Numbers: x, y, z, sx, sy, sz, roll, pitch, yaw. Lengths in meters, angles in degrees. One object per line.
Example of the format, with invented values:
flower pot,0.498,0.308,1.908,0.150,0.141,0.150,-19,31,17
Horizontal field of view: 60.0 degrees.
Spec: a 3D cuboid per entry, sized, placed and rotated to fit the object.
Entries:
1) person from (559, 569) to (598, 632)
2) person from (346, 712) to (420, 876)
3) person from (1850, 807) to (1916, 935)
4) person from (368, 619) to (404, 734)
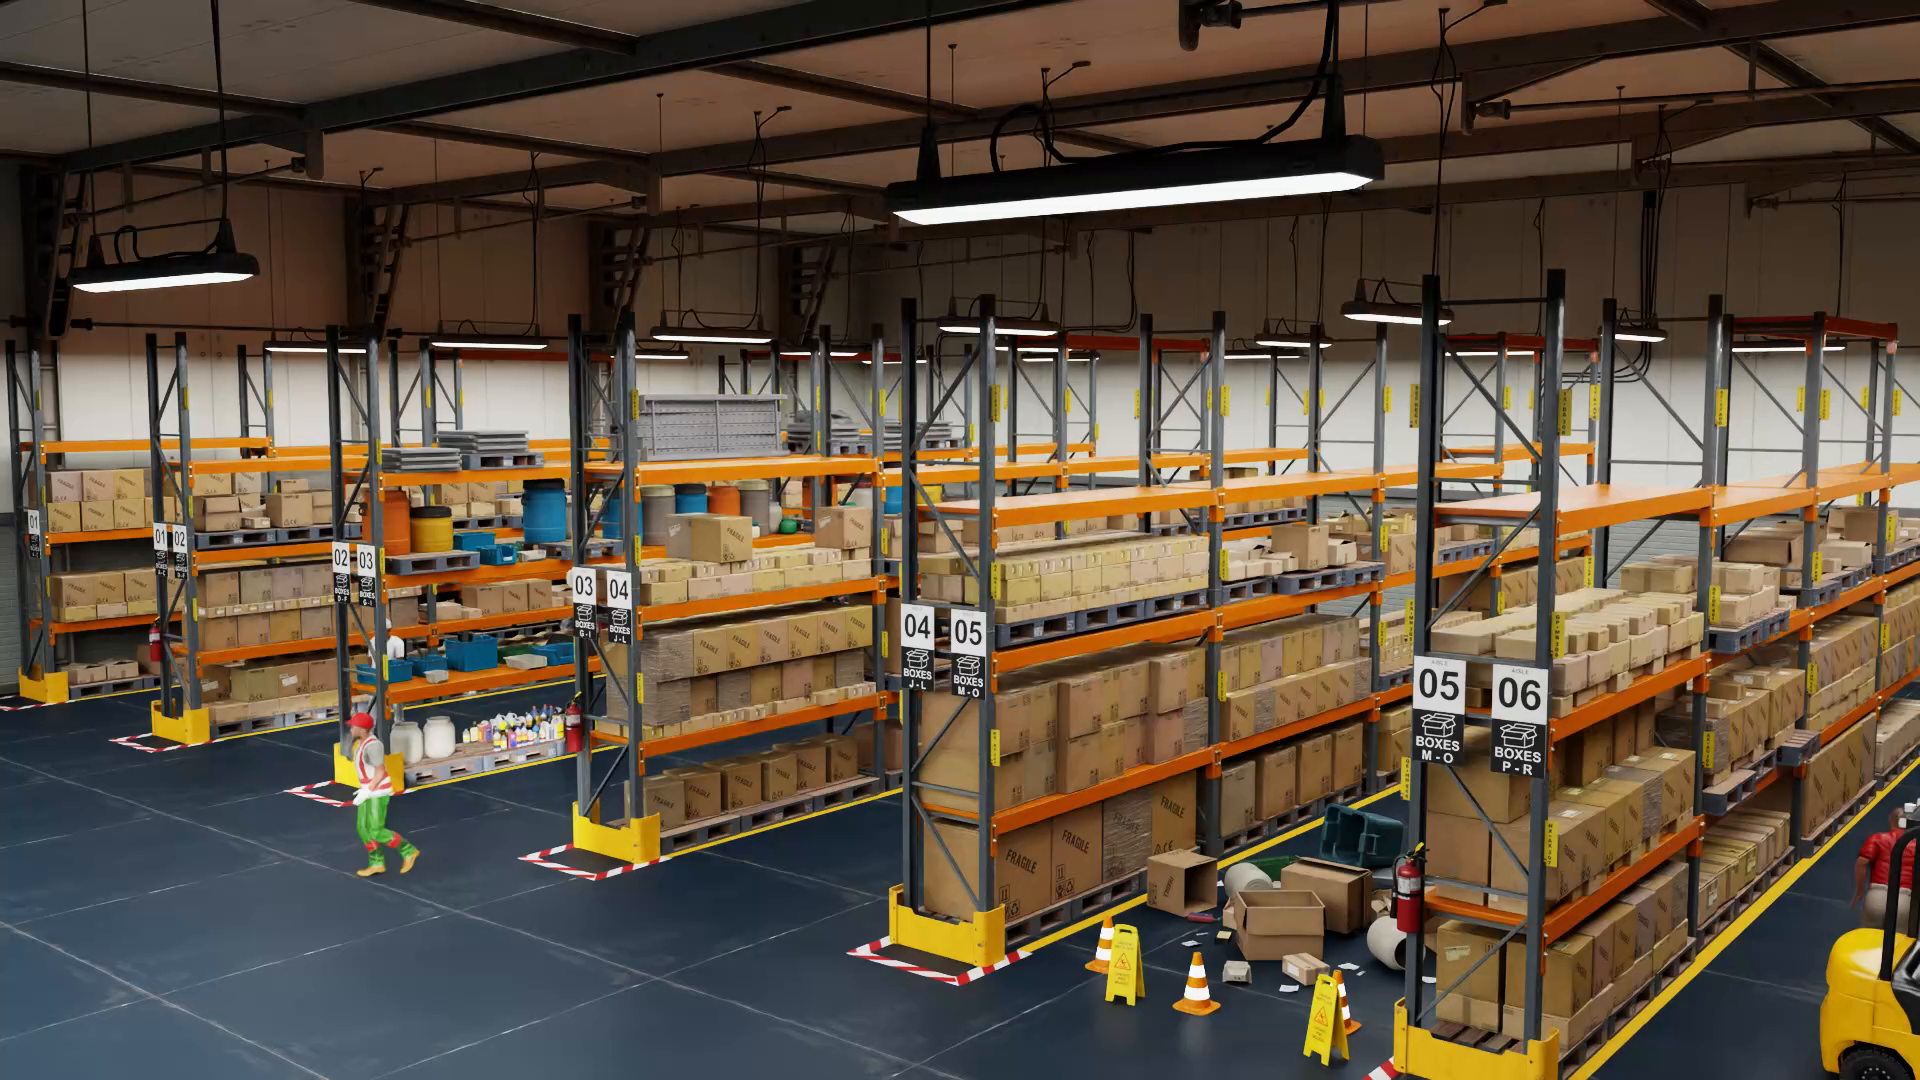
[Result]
person,-7.952,1.190,34.329,0.646,1.708,1.080,3,6,34
person,-6.179,2.696,17.779,0.688,1.760,0.616,-3,6,-32
person,7.926,3.096,14.126,0.606,1.617,0.761,4,7,40
person,-8.646,2.033,24.974,0.593,1.718,0.951,0,5,0
